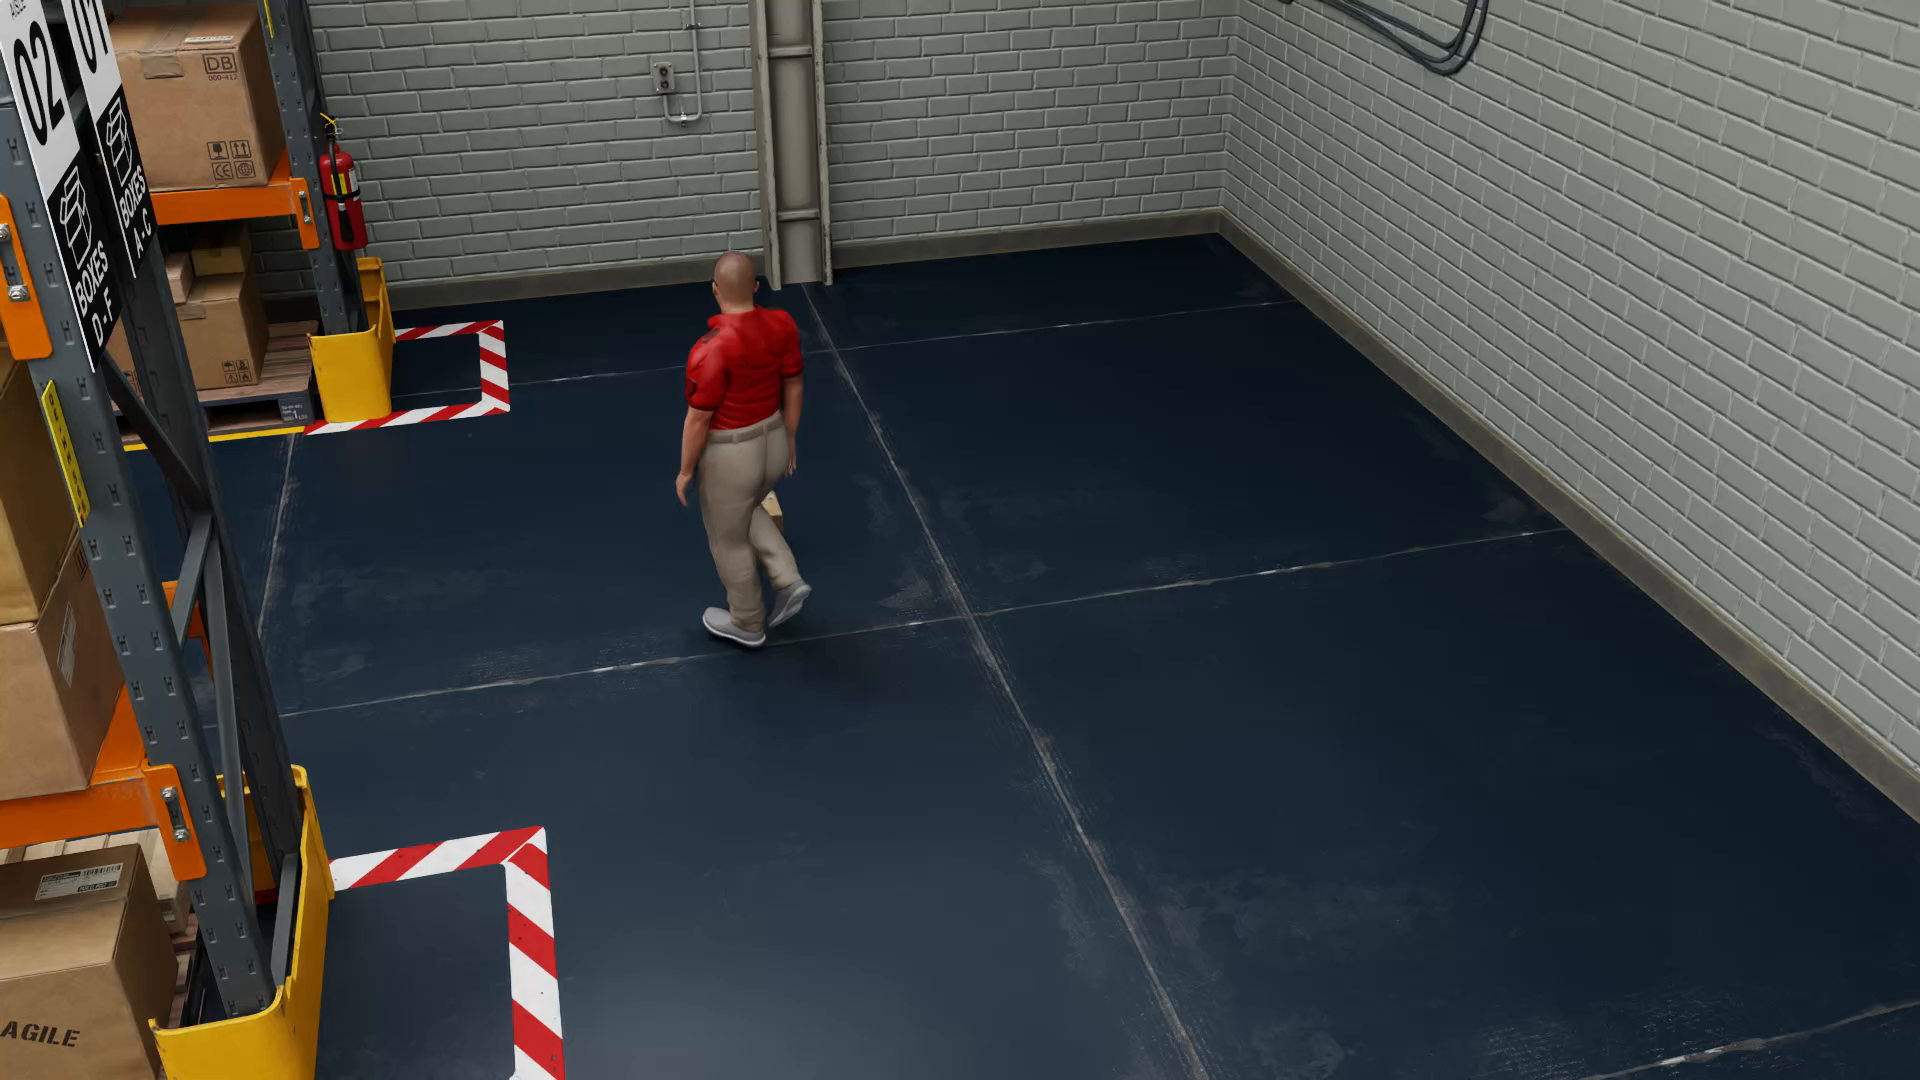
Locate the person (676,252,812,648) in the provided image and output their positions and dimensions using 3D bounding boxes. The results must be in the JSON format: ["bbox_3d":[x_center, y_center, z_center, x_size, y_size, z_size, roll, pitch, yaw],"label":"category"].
[{"bbox_3d":[-0.890,-0.346,6.703,0.485,1.719,0.545,19,35,30],"label":"person"}]
